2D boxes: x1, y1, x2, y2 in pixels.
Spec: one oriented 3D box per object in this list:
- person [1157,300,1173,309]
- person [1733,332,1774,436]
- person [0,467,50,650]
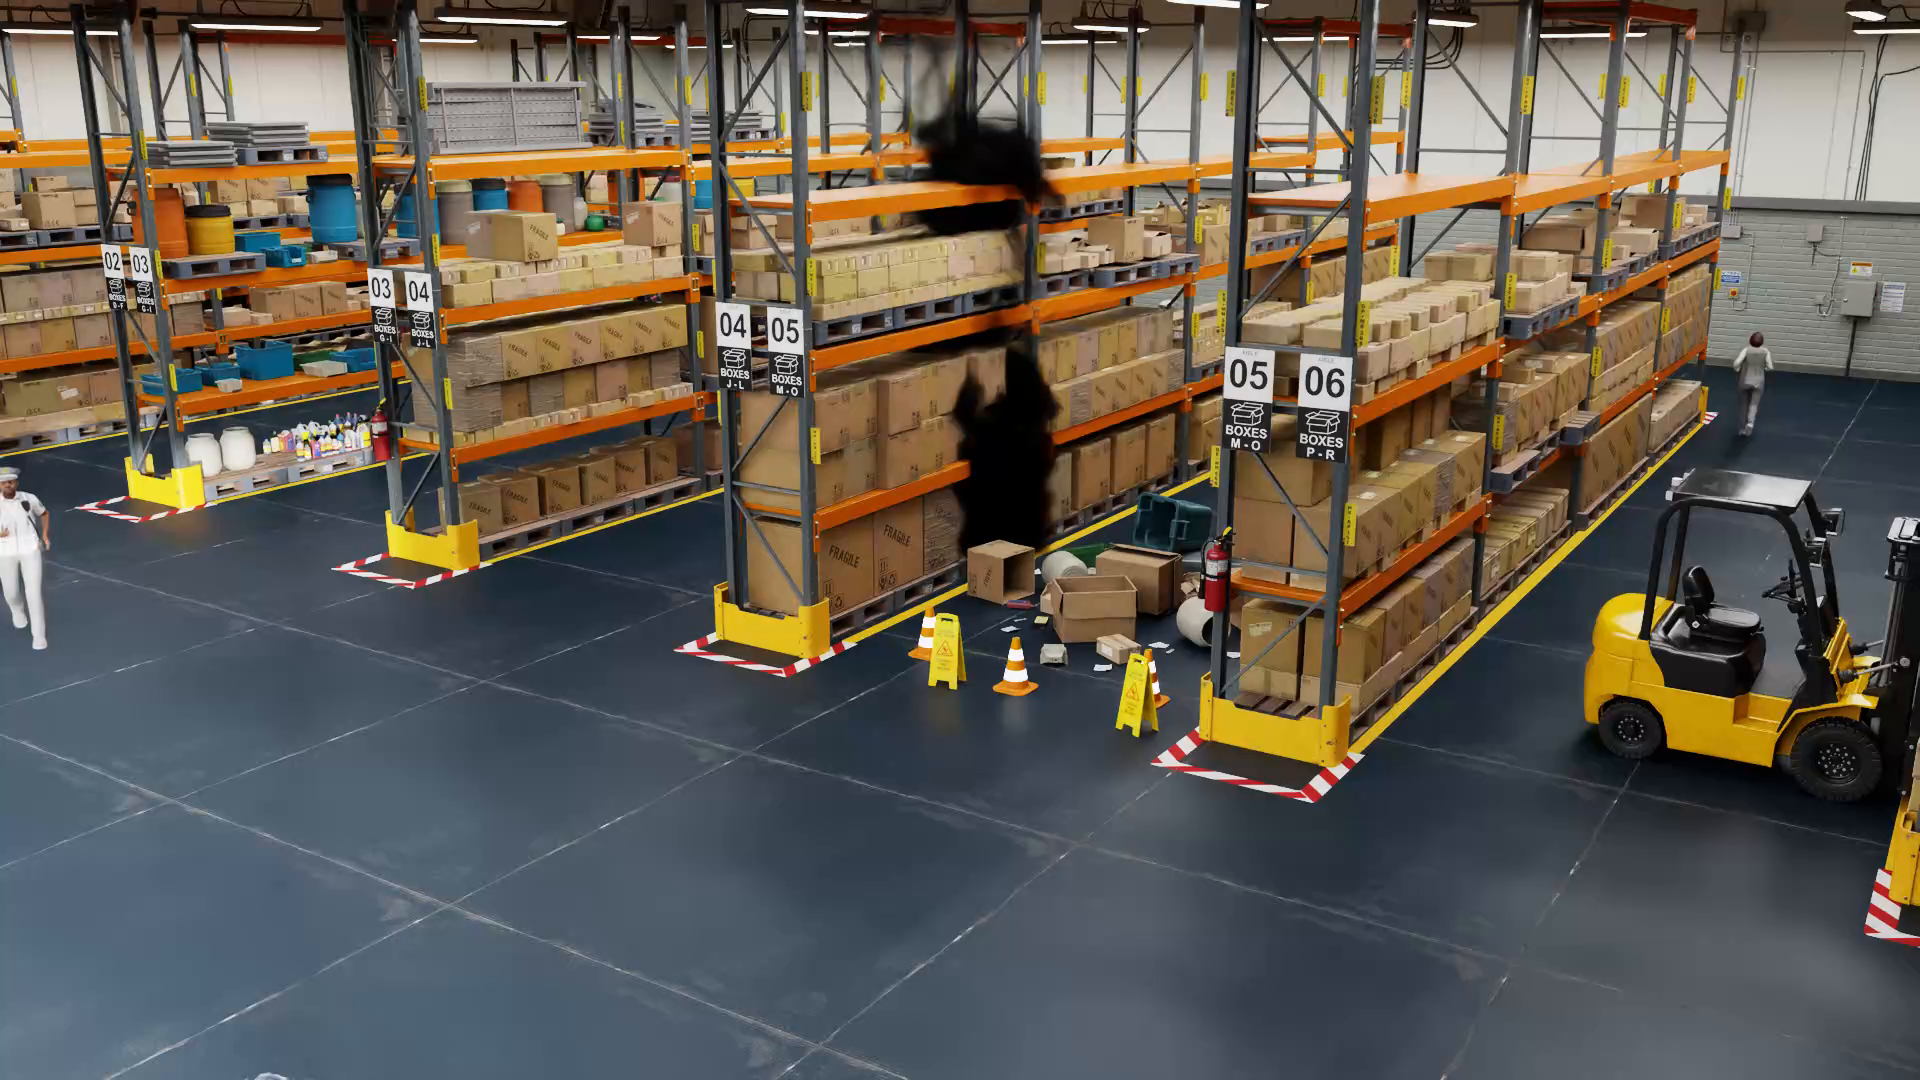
[{"bbox_3d":[3.272,-2.876,26.202,0.634,1.802,0.929,13,20,38],"label":"person"},{"bbox_3d":[11.558,-2.249,24.296,0.540,1.593,0.872,7,17,23],"label":"person"},{"bbox_3d":[-8.807,0.122,15.564,0.586,1.668,0.938,-8,18,-28],"label":"person"}]
